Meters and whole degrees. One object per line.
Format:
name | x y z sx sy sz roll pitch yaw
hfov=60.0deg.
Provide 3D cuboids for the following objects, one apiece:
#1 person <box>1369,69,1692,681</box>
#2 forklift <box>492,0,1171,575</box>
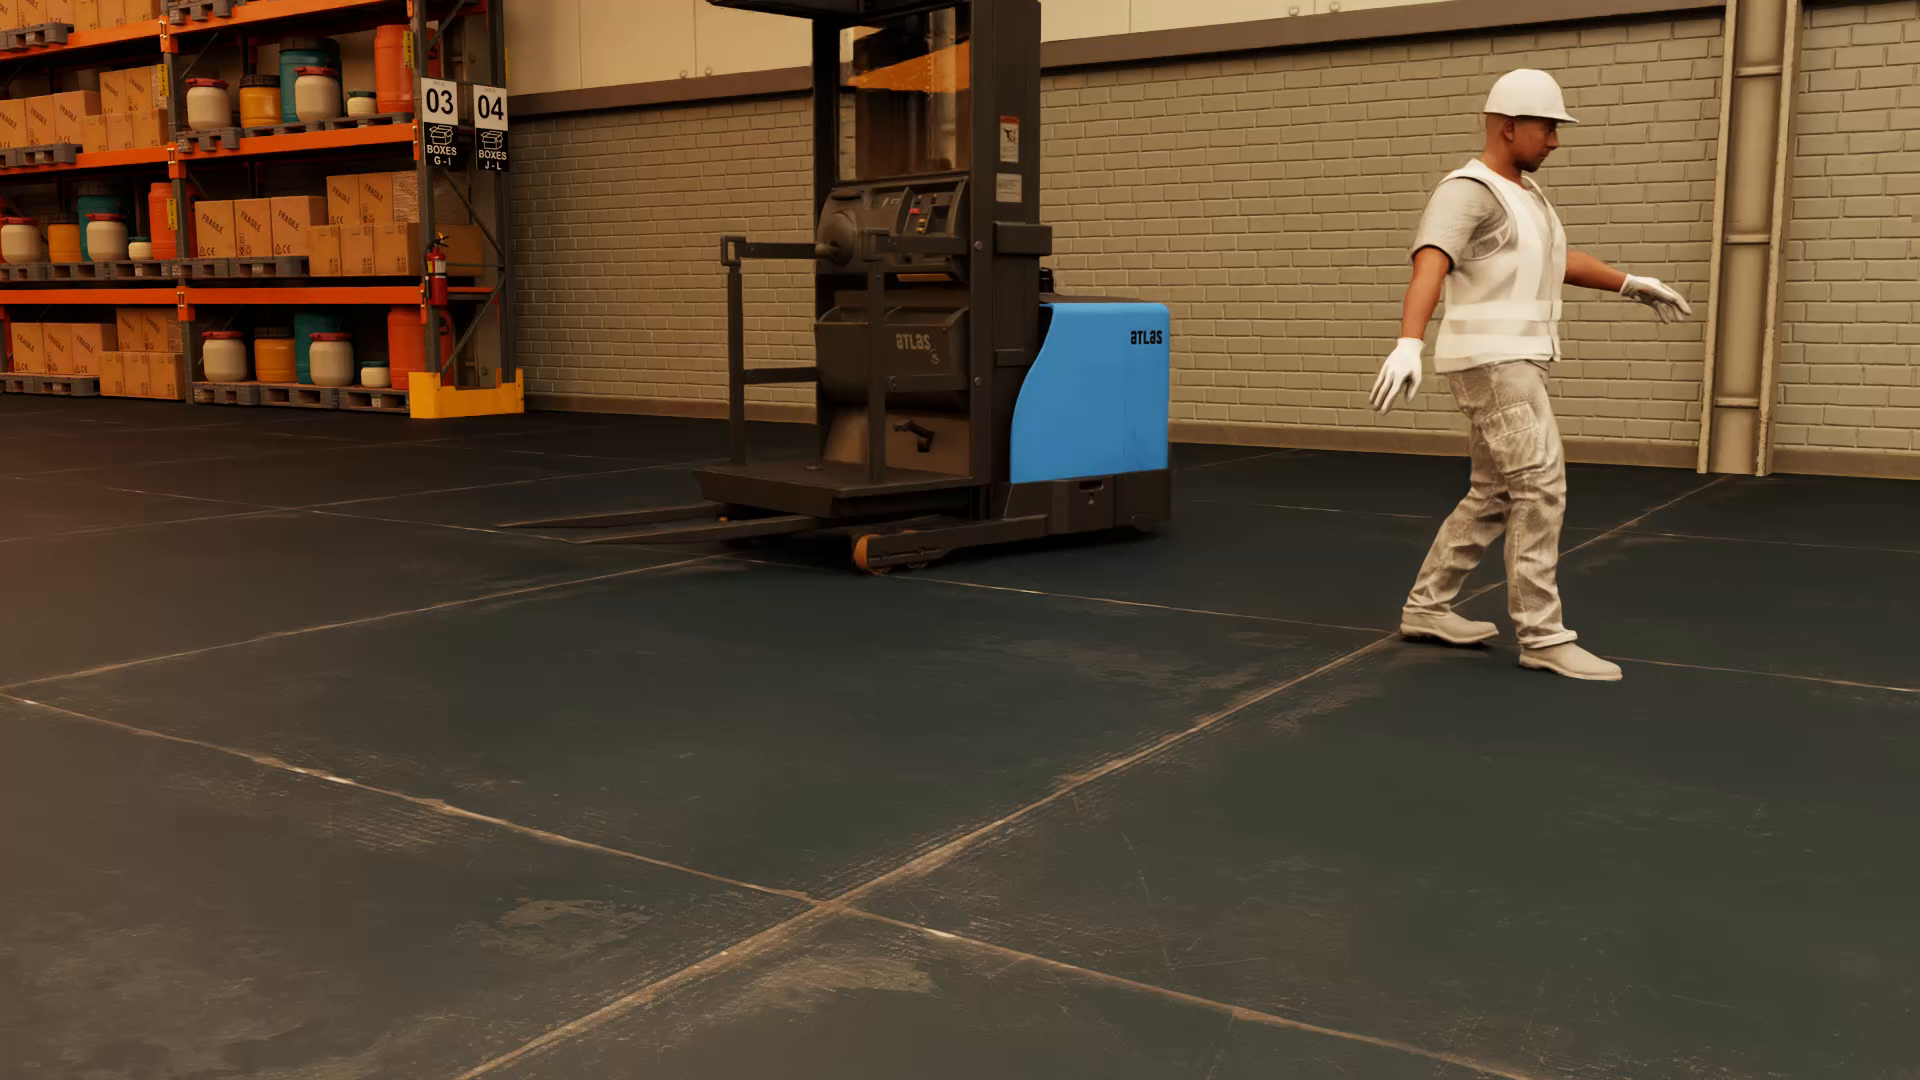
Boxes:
person | 1.666 -0.499 4.938 0.756 1.760 1.019 5 10 34
forklift | -0.457 -1.394 6.997 3.031 2.935 1.130 -7 11 -41
